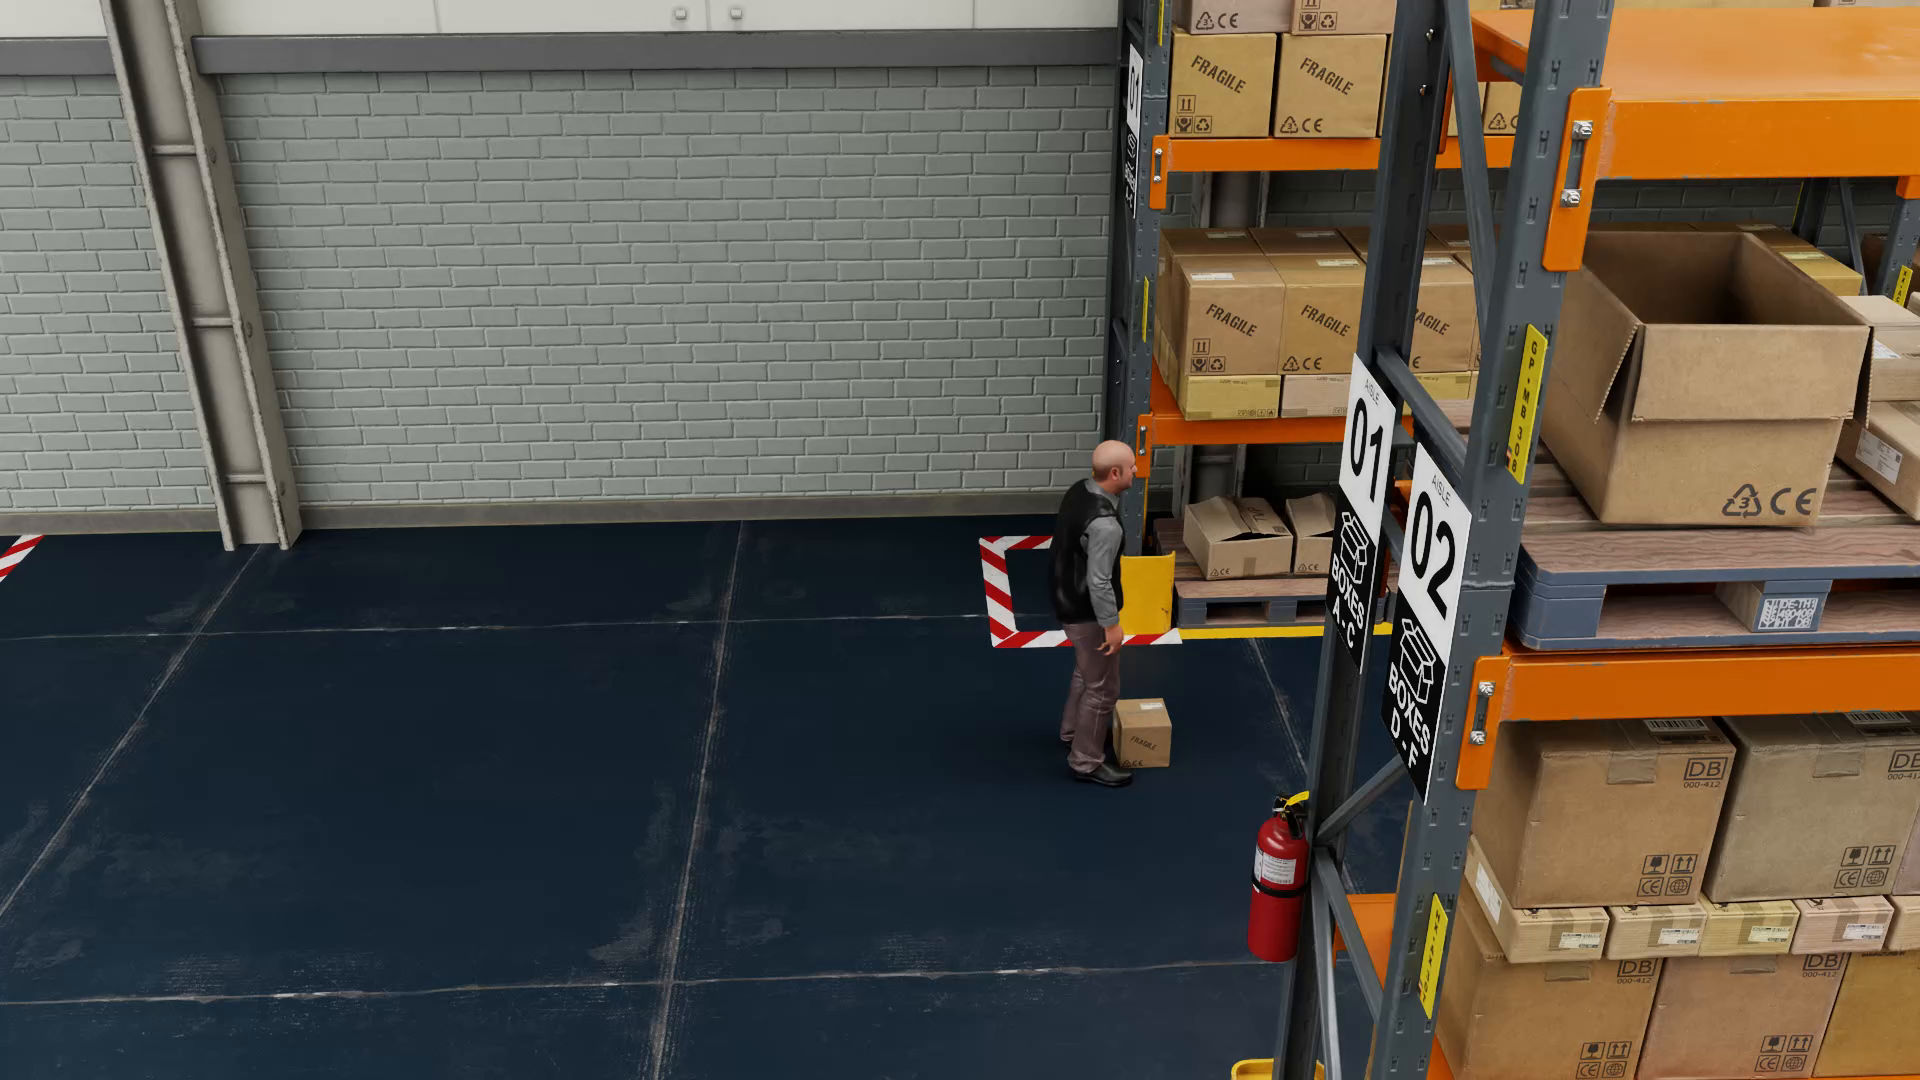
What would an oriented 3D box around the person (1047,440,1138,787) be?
[{"bbox_3d":[0.631,0.326,8.016,0.416,1.721,0.594,-3,28,-6],"label":"person"}]
